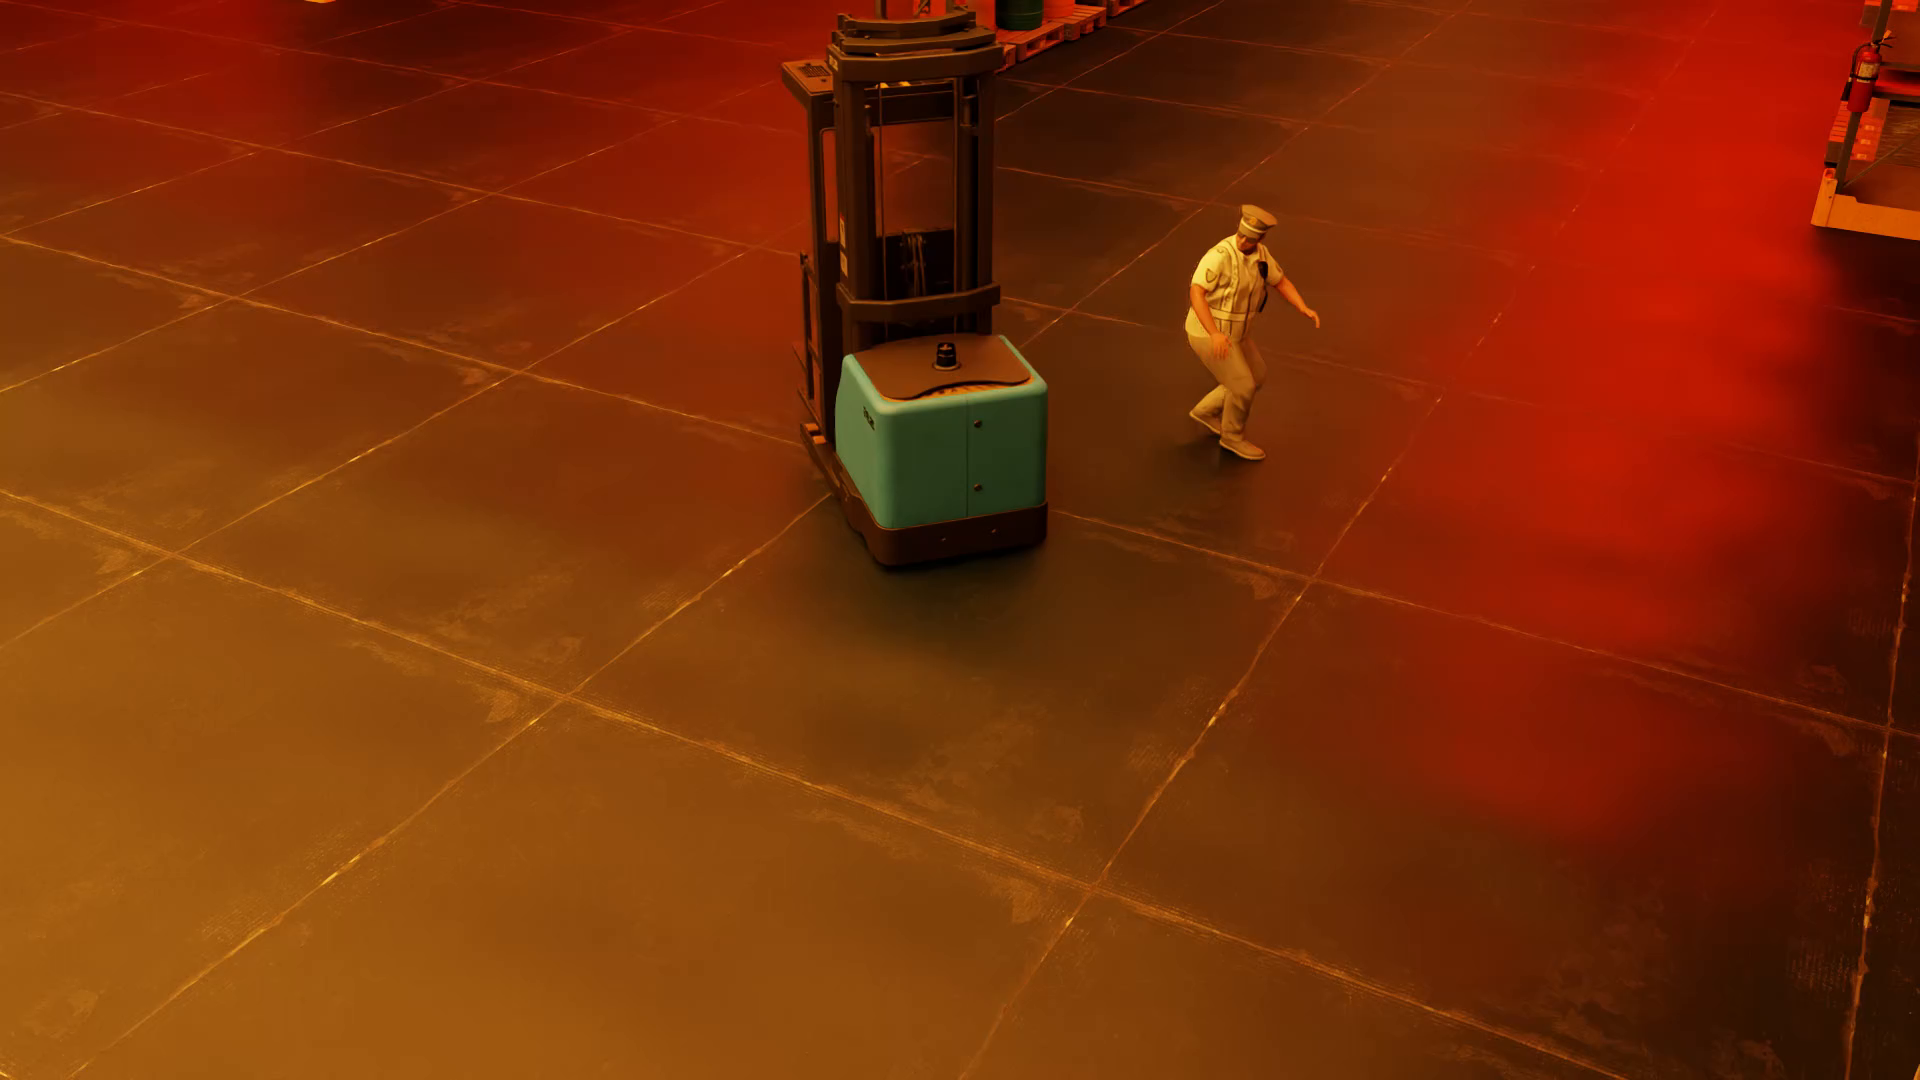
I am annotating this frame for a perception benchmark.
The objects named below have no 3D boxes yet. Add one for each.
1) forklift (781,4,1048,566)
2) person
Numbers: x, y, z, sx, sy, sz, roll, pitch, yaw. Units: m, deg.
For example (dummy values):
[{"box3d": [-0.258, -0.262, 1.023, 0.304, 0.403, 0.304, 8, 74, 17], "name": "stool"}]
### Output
[{"box3d": [-0.425, -1.844, 10.265, 1.130, 2.935, 3.031, -9, 31, -16], "name": "forklift"}, {"box3d": [1.834, -1.308, 10.619, 0.789, 1.654, 0.843, 20, 36, 31], "name": "person"}]
